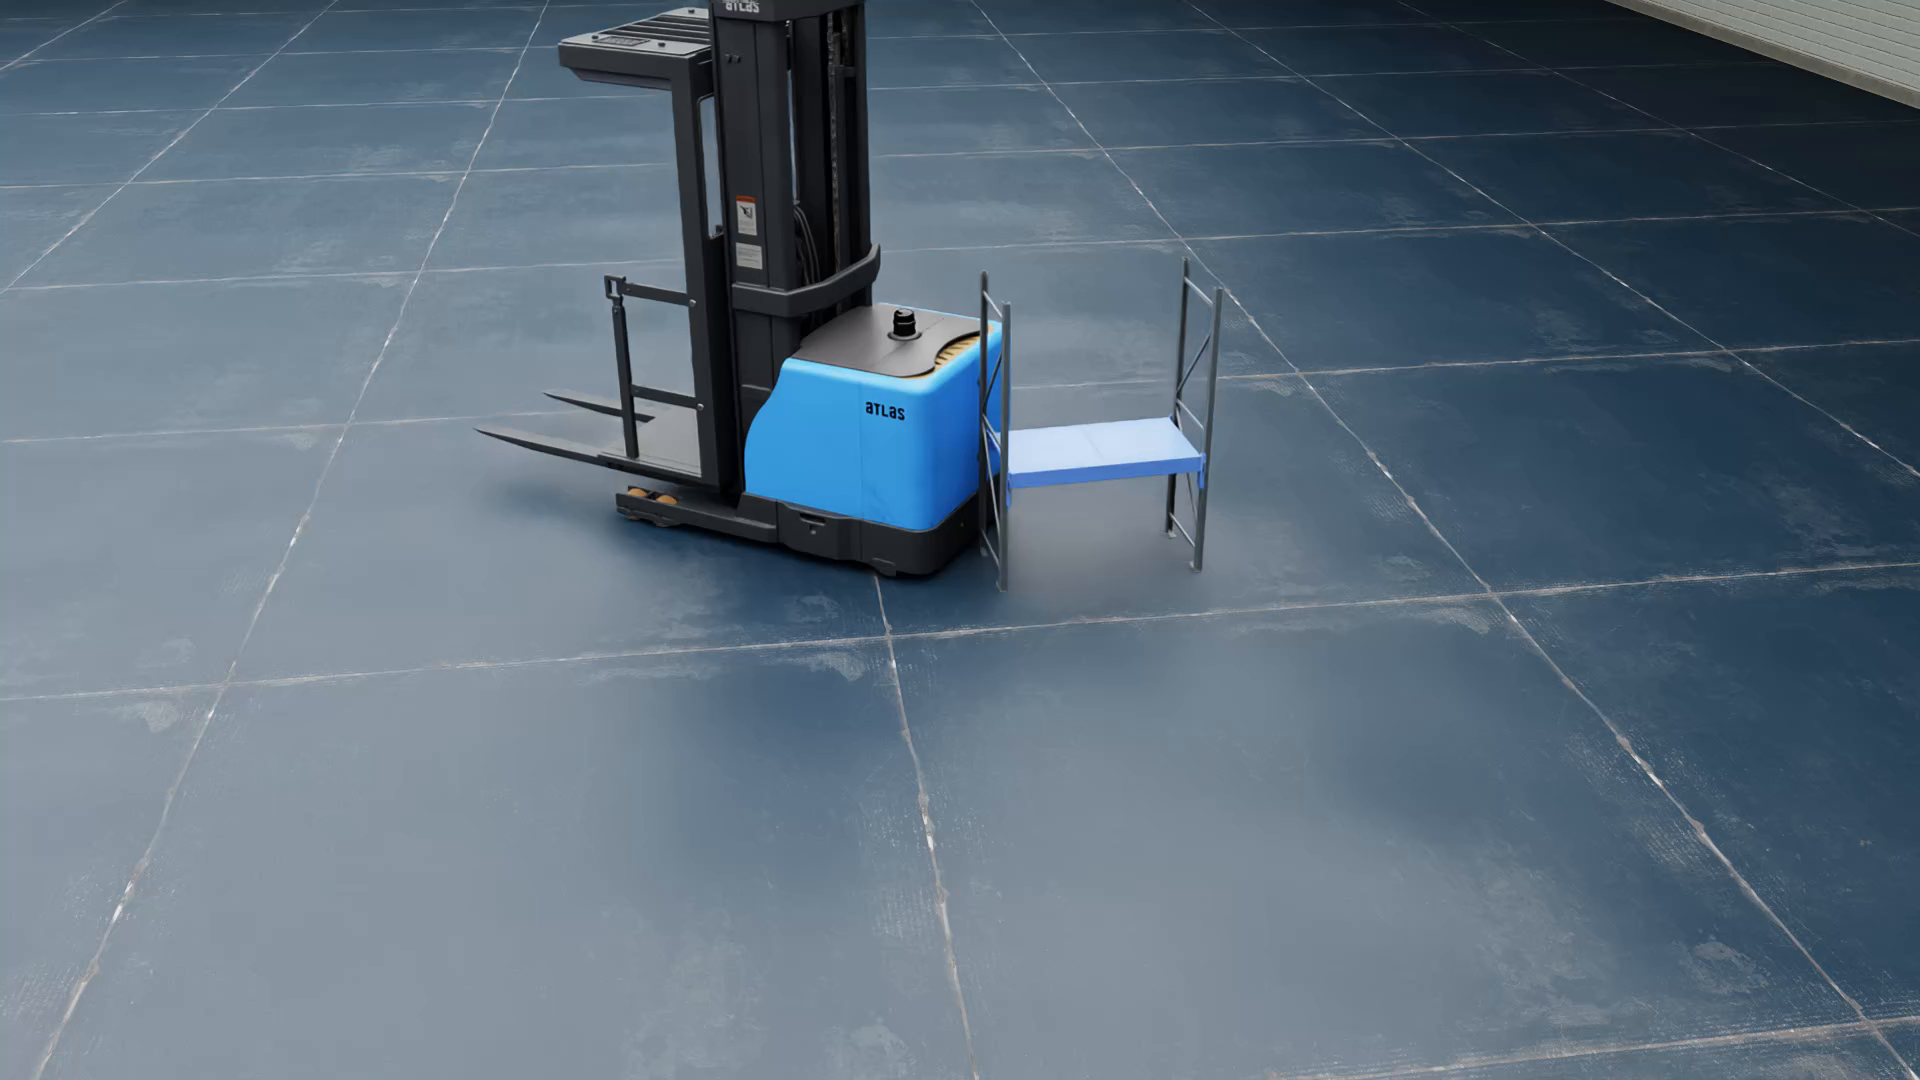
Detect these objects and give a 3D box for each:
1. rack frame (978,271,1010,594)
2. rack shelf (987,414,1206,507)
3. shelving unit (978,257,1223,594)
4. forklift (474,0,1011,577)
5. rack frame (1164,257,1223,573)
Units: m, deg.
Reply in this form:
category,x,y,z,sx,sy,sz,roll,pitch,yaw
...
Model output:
category,x,y,z,sx,sy,sz,roll,pitch,yaw
rack frame,0.163,-0.514,8.109,0.032,1.500,0.500,-6,28,-11
rack shelf,0.660,-0.403,8.286,1.000,0.185,0.538,-6,28,-11
shelving unit,0.660,-0.563,8.204,1.048,1.500,0.538,-6,28,-11
forklift,-1.277,-1.573,8.604,3.031,2.935,1.130,13,30,23
rack frame,1.157,-0.612,8.299,0.032,1.500,0.500,-6,28,-11
